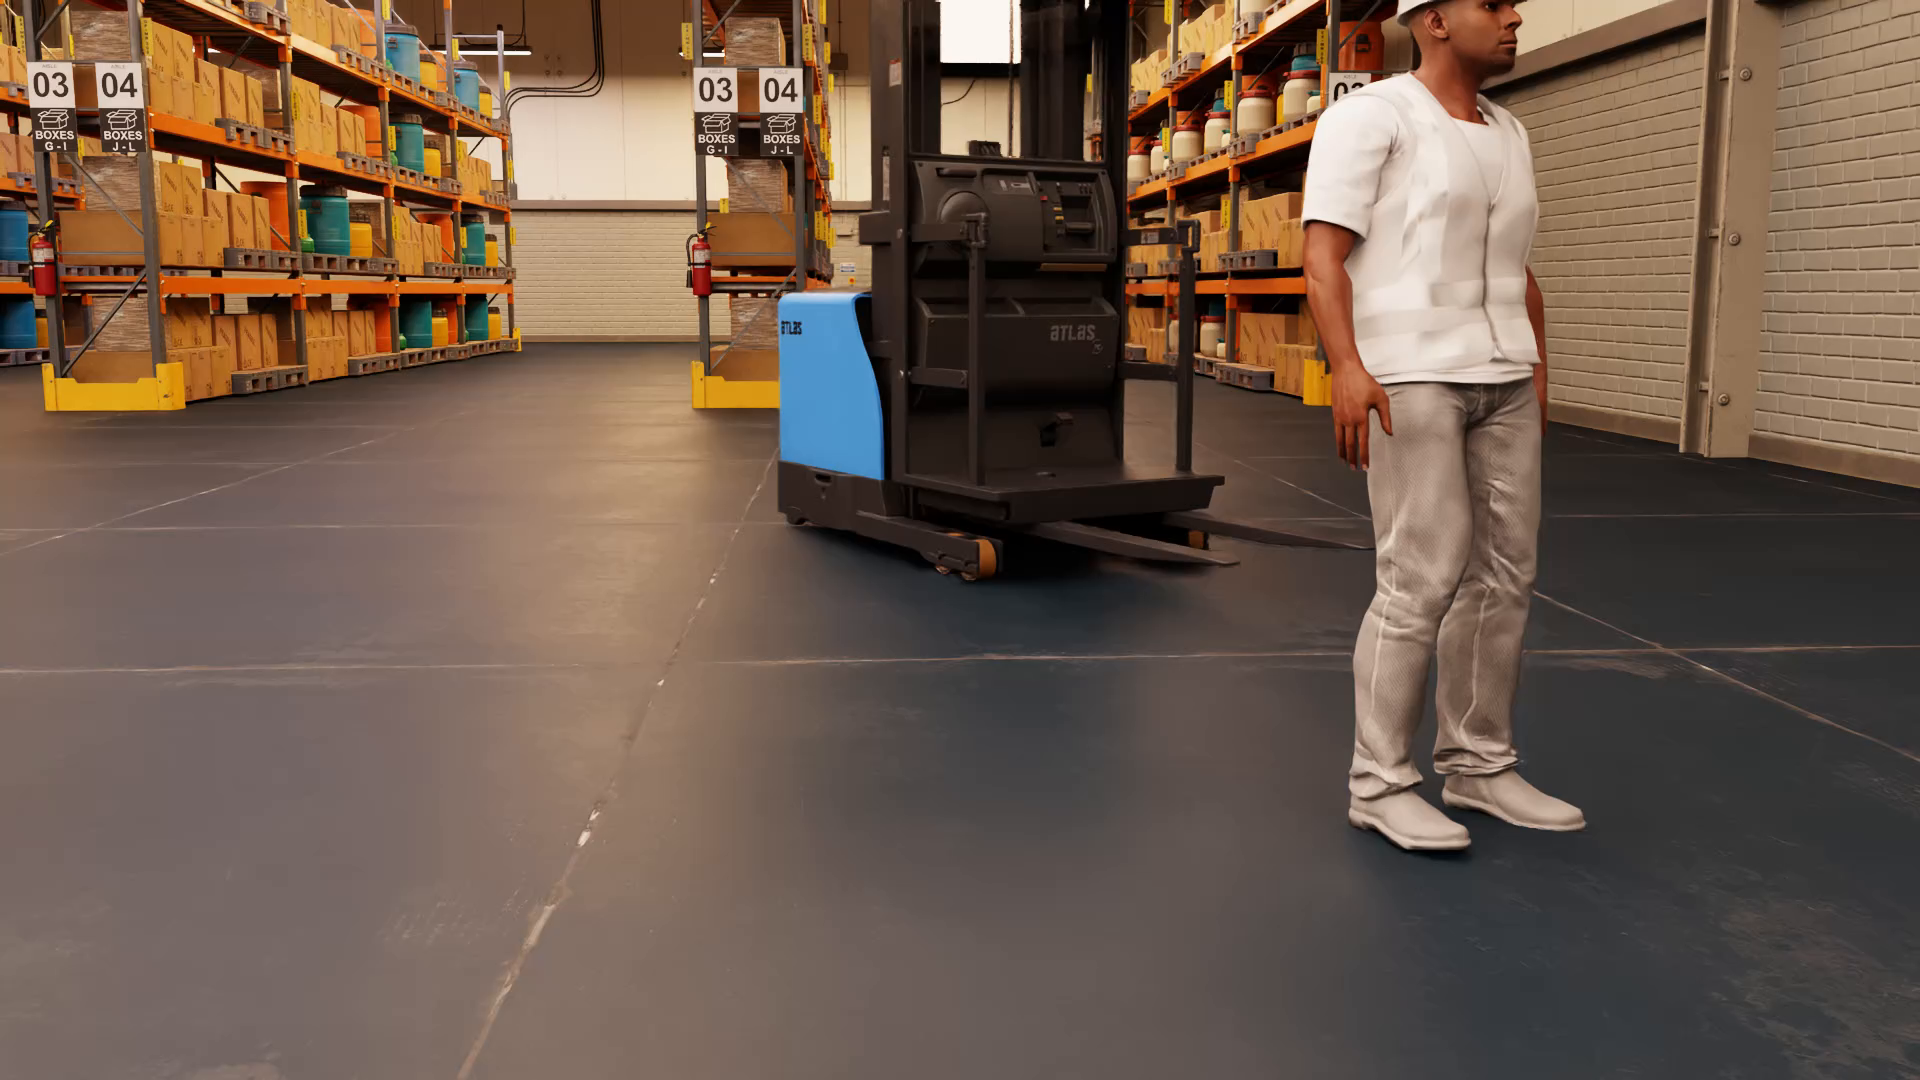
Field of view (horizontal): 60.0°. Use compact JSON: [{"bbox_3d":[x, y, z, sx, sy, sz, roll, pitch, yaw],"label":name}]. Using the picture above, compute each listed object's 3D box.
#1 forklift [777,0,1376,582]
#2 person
[{"bbox_3d":[0.346,-1.370,6.555,1.130,2.935,3.031,-5,10,-31],"label":"forklift"},{"bbox_3d":[1.003,-0.299,3.353,0.661,1.778,0.492,-5,10,-32],"label":"person"}]
